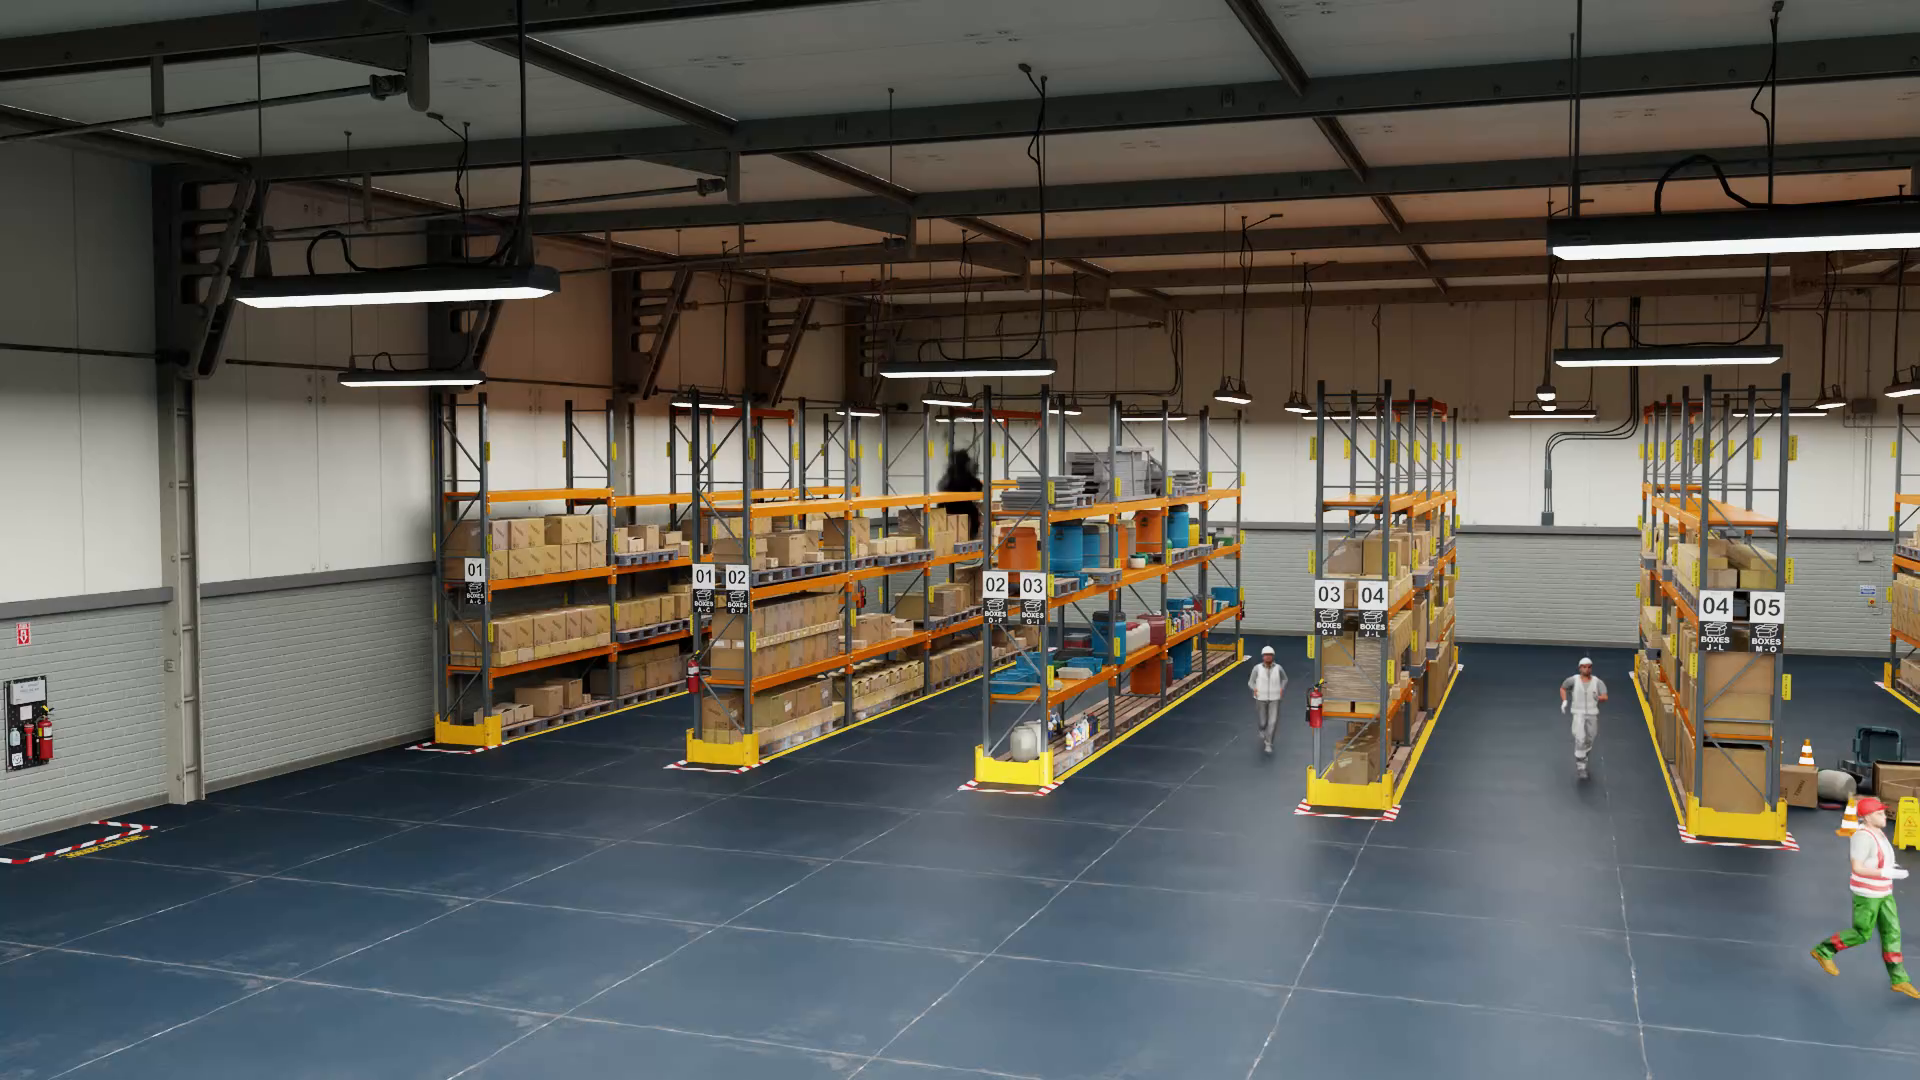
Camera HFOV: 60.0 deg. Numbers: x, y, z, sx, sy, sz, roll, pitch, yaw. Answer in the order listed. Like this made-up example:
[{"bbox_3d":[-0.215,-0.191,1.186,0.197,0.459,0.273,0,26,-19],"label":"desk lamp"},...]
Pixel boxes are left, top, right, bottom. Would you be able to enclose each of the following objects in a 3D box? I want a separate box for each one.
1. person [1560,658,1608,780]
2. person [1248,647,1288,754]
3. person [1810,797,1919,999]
[{"bbox_3d":[9.625,2.717,25.631,0.655,1.810,0.925,0,3,8],"label":"person"},{"bbox_3d":[5.164,2.659,27.866,0.661,1.758,0.792,0,3,7],"label":"person"},{"bbox_3d":[8.407,3.266,15.361,0.656,1.786,0.987,-3,4,-40],"label":"person"}]
